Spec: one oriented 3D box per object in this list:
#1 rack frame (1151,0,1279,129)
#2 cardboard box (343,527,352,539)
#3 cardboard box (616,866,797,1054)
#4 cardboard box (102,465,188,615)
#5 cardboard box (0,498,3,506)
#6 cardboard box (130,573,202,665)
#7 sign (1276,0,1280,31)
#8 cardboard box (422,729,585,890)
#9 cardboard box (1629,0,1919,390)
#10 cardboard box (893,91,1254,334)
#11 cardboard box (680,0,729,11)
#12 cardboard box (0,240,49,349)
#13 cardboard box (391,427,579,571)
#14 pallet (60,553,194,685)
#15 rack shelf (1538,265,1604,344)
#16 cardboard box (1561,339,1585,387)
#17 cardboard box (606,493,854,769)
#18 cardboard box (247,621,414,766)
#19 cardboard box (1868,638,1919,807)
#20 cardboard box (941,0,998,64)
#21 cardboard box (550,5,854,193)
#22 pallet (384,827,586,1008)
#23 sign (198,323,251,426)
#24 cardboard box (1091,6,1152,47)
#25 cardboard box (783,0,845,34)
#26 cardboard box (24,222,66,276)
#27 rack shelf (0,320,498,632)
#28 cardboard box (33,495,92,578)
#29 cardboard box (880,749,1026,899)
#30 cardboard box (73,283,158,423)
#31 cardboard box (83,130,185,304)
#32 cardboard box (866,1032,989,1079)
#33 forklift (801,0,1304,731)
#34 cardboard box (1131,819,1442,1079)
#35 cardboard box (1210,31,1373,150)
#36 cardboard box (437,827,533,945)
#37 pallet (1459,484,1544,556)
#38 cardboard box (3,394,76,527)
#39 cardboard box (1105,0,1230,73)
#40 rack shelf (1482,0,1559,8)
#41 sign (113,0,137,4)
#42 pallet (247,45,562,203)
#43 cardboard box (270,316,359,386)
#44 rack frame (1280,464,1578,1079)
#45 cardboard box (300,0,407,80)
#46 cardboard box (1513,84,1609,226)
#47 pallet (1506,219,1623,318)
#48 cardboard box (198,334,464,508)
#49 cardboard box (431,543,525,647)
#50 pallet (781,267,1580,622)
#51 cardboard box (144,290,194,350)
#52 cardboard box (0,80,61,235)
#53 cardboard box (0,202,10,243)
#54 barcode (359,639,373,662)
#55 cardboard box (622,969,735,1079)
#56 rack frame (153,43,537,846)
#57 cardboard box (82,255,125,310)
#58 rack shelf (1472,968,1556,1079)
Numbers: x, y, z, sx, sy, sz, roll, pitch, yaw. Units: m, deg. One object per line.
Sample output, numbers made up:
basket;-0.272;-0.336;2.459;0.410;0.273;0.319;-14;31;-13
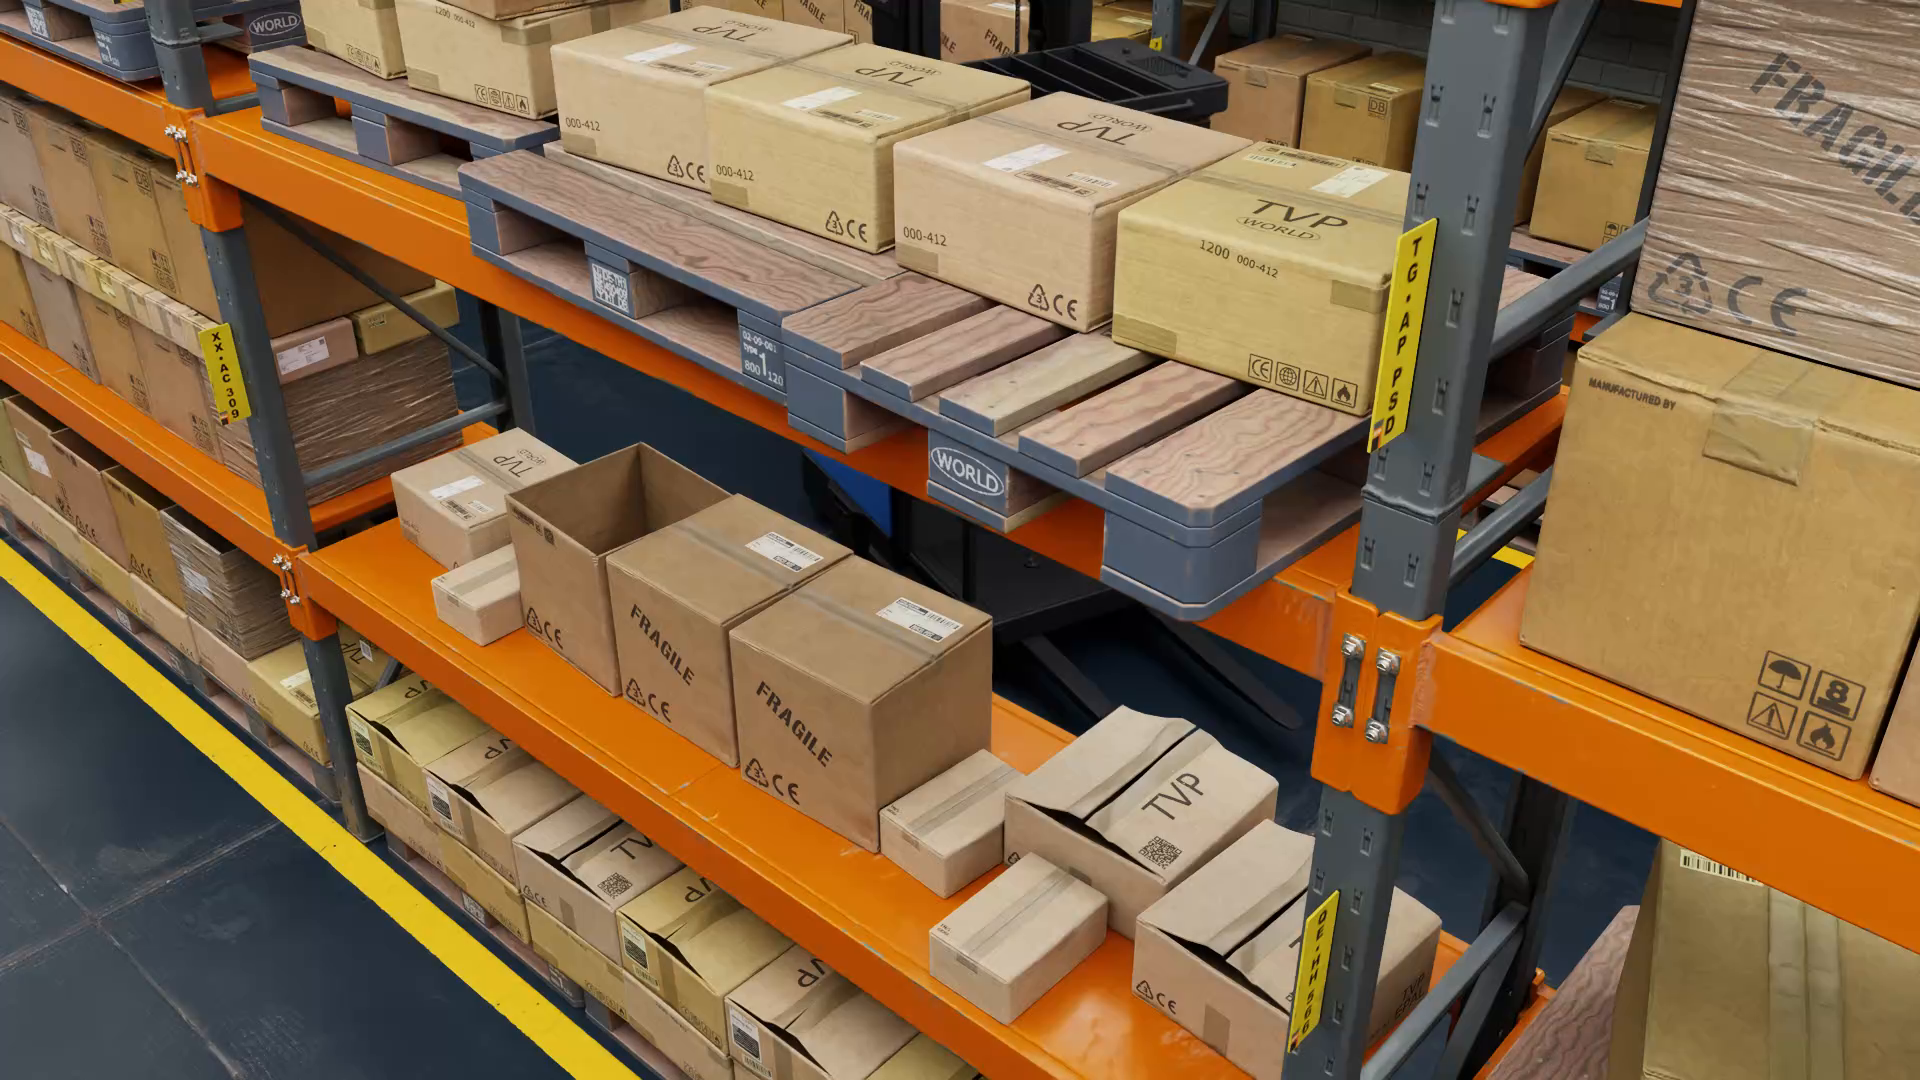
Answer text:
rack frame;1.351;-2.230;9.046;0.127;3.000;1.000;25;39;35
cardboard box;-2.480;-0.108;7.053;0.500;0.500;0.500;25;39;35
cardboard box;-0.691;1.193;5.075;0.500;0.311;0.500;26;40;36
cardboard box;-3.197;-0.084;7.012;0.500;0.500;0.500;25;39;35
cardboard box;-4.688;-0.450;8.348;0.500;0.250;0.500;25;39;35
cardboard box;-3.206;0.243;7.198;0.500;0.250;0.500;25;39;35
sign;1.720;-2.940;9.102;0.005;0.325;0.100;25;39;35
cardboard box;-1.464;0.837;5.666;0.500;0.311;0.500;25;39;35
cardboard box;1.314;-0.553;2.285;0.500;0.500;0.500;25;39;35
cardboard box;0.220;-0.661;3.269;0.500;0.250;0.500;26;40;36
cardboard box;-1.463;-3.600;10.720;0.500;0.500;0.500;25;39;35
cardboard box;-3.842;-1.241;7.306;0.500;0.500;0.700;25;39;35
cardboard box;-1.576;-0.116;5.681;0.500;0.250;0.500;-27;40;-37
pallet;-3.441;0.147;7.801;1.213;0.211;1.003;25;39;35
rack shelf;2.834;-1.230;8.082;4.000;0.370;1.077;25;39;35
cardboard box;2.982;-0.911;8.125;0.500;0.250;0.500;25;39;35
cardboard box;-0.650;0.250;4.829;0.500;0.500;0.500;25;39;35
cardboard box;-2.461;0.587;6.626;0.500;0.250;0.500;25;39;35
cardboard box;1.719;0.037;2.276;0.500;0.500;0.910;25;39;35
cardboard box;0.053;-2.890;9.541;0.500;0.500;0.500;24;38;34
cardboard box;-0.594;-1.050;3.916;0.500;0.250;0.500;21;37;31
pallet;-1.398;1.100;6.218;1.213;0.211;1.003;25;39;35
sign;-2.342;-0.526;5.300;0.005;0.325;0.100;25;39;35
cardboard box;0.793;-2.541;8.961;0.500;0.500;0.500;25;39;35
cardboard box;-0.724;-3.244;10.129;0.500;0.500;0.500;24;38;34
cardboard box;-3.455;-1.198;6.606;0.250;0.149;0.380;27;40;37
rack shelf;-3.454;-0.718;7.233;4.000;0.370;1.077;25;39;35
cardboard box;-3.944;-0.105;7.775;0.500;0.250;0.500;25;39;35
cardboard box;0.012;0.738;4.360;0.380;0.149;0.250;-26;40;-36
cardboard box;-3.069;-0.884;6.712;0.500;0.500;0.700;26;39;36
cardboard box;-2.679;-1.259;6.078;0.500;0.500;0.700;25;39;35
cardboard box;0.052;1.543;4.493;0.500;0.311;0.500;24;39;34
forklift;0.345;-0.930;6.954;1.130;2.935;3.031;-16;34;-24
cardboard box;0.755;0.946;3.857;0.500;0.311;0.500;-27;40;-37
cardboard box;1.705;-2.272;8.592;0.500;0.500;0.700;25;39;35
cardboard box;-1.460;1.075;5.814;0.500;0.250;0.500;26;40;36
pallet;2.838;-0.344;8.617;1.213;0.211;1.003;25;39;35
cardboard box;-3.937;-0.431;7.589;0.500;0.500;0.500;25;39;35
cardboard box;1.142;-2.738;9.289;0.500;0.500;0.500;24;38;34
rack shelf;2.478;-0.349;1.189;4.000;0.370;1.077;25;39;35
sign;-2.342;-1.662;4.616;0.005;0.325;0.100;25;39;35
pallet;-1.308;-1.237;4.674;1.217;0.209;0.805;23;38;33
cardboard box;-2.316;-0.667;5.724;0.250;0.149;0.380;25;39;35
rack frame;0.995;1.050;3.598;0.127;3.000;1.000;25;39;35
cardboard box;-1.520;-1.518;4.694;0.500;0.250;0.500;-25;39;-35
cardboard box;2.624;-1.860;7.908;0.700;0.500;0.500;-23;38;-33
pallet;2.821;-1.433;7.908;1.213;0.211;1.003;25;39;35
cardboard box;-2.304;-0.528;6.122;0.500;0.500;0.700;24;38;34
cardboard box;-1.451;0.158;5.323;0.250;0.149;0.380;25;39;35
pallet;0.432;-0.355;3.206;1.003;0.211;1.213;27;40;37
cardboard box;-2.694;-0.843;6.017;0.250;0.149;0.380;24;38;34
cardboard box;-3.420;-1.605;6.653;0.500;0.500;0.700;25;39;35
cardboard box;-3.834;-1.376;6.902;0.250;0.149;0.380;24;39;35
barcode;-2.061;0.384;5.770;0.075;0.075;0.001;25;39;35
cardboard box;-0.697;1.430;5.225;0.500;0.250;0.500;26;40;36
rack frame;-1.971;-0.334;5.897;0.127;3.000;1.000;25;39;35
cardboard box;-3.069;-1.020;6.310;0.250;0.149;0.380;25;39;35
rack shelf;2.478;2.050;2.633;4.000;0.370;1.077;25;39;35
